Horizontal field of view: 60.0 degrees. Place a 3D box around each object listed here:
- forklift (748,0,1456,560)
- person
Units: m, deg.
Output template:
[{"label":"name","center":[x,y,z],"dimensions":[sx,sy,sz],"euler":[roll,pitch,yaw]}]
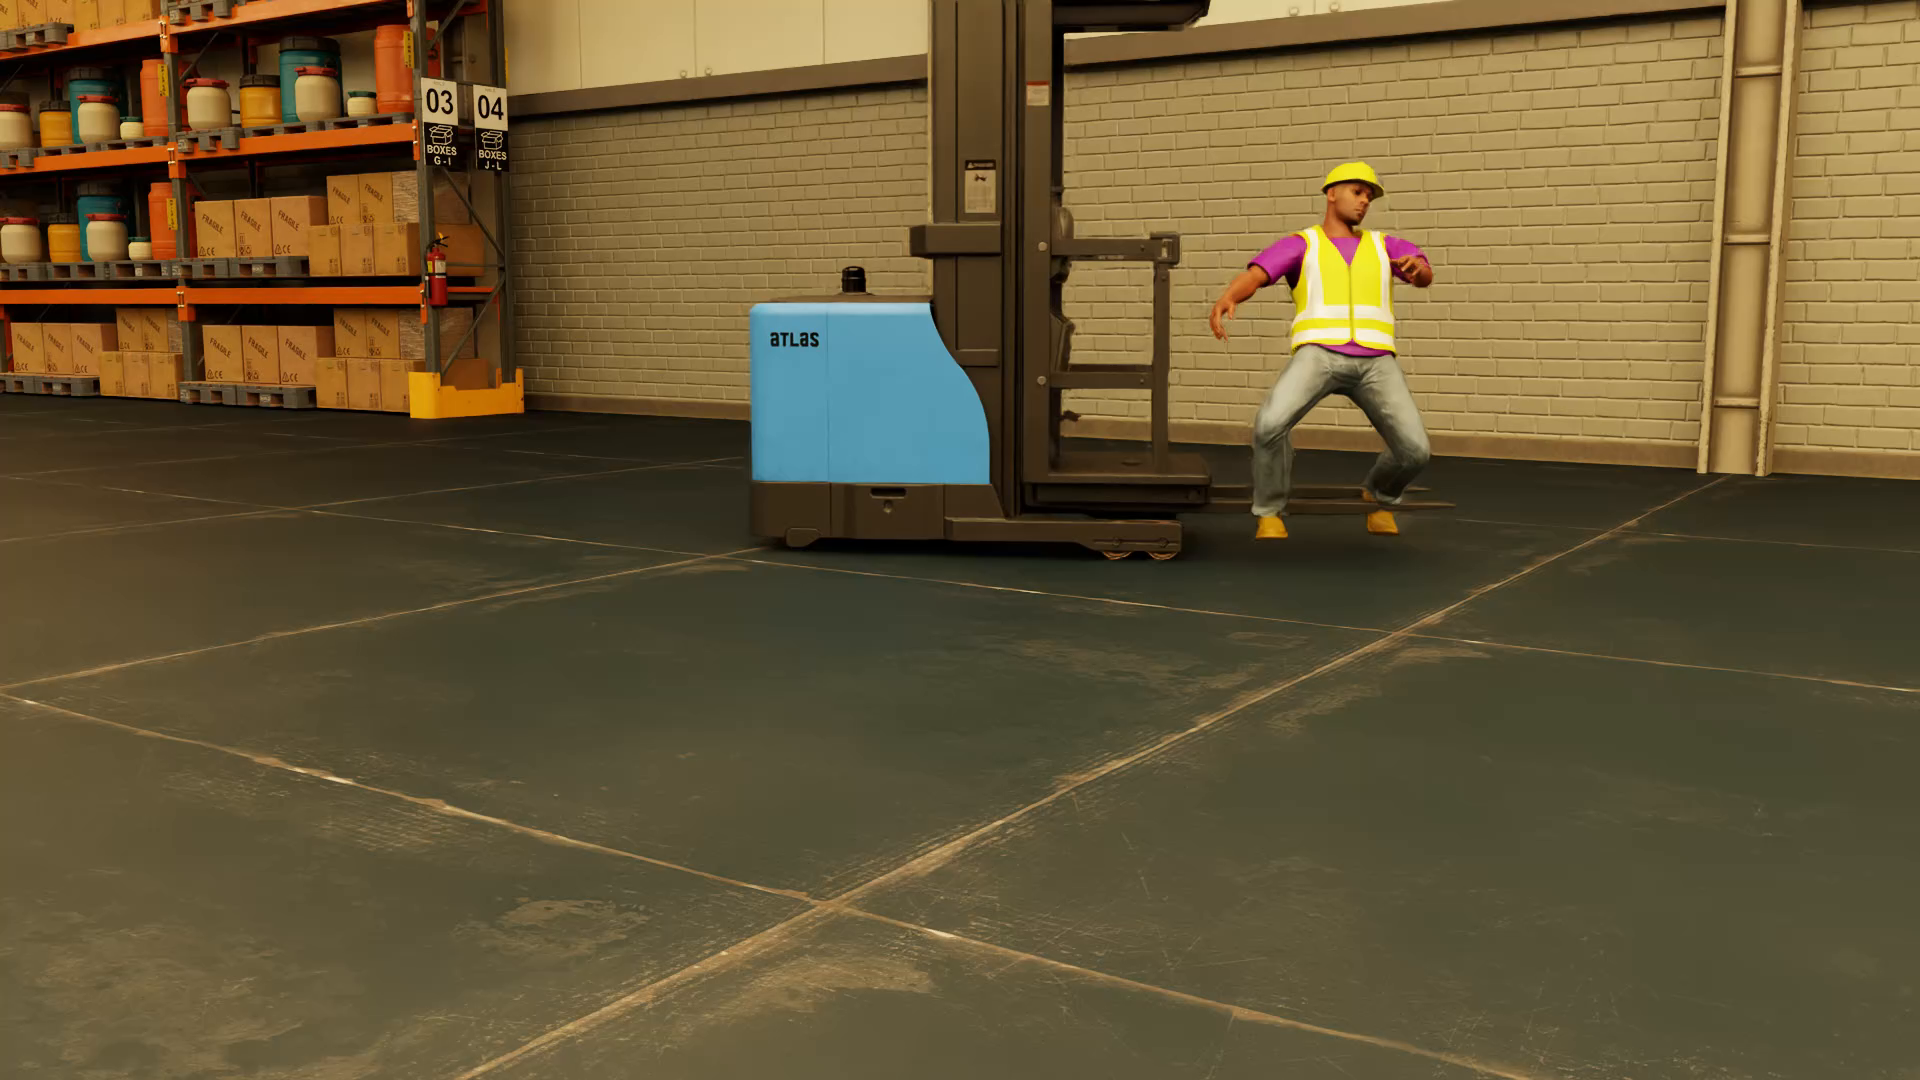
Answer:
[{"label":"forklift","center":[0.629,-1.445,7.352],"dimensions":[3.031,2.935,1.130],"euler":[1,8,6]},{"label":"person","center":[1.447,-0.760,6.729],"dimensions":[0.932,1.556,0.804],"euler":[0,8,-3]}]
